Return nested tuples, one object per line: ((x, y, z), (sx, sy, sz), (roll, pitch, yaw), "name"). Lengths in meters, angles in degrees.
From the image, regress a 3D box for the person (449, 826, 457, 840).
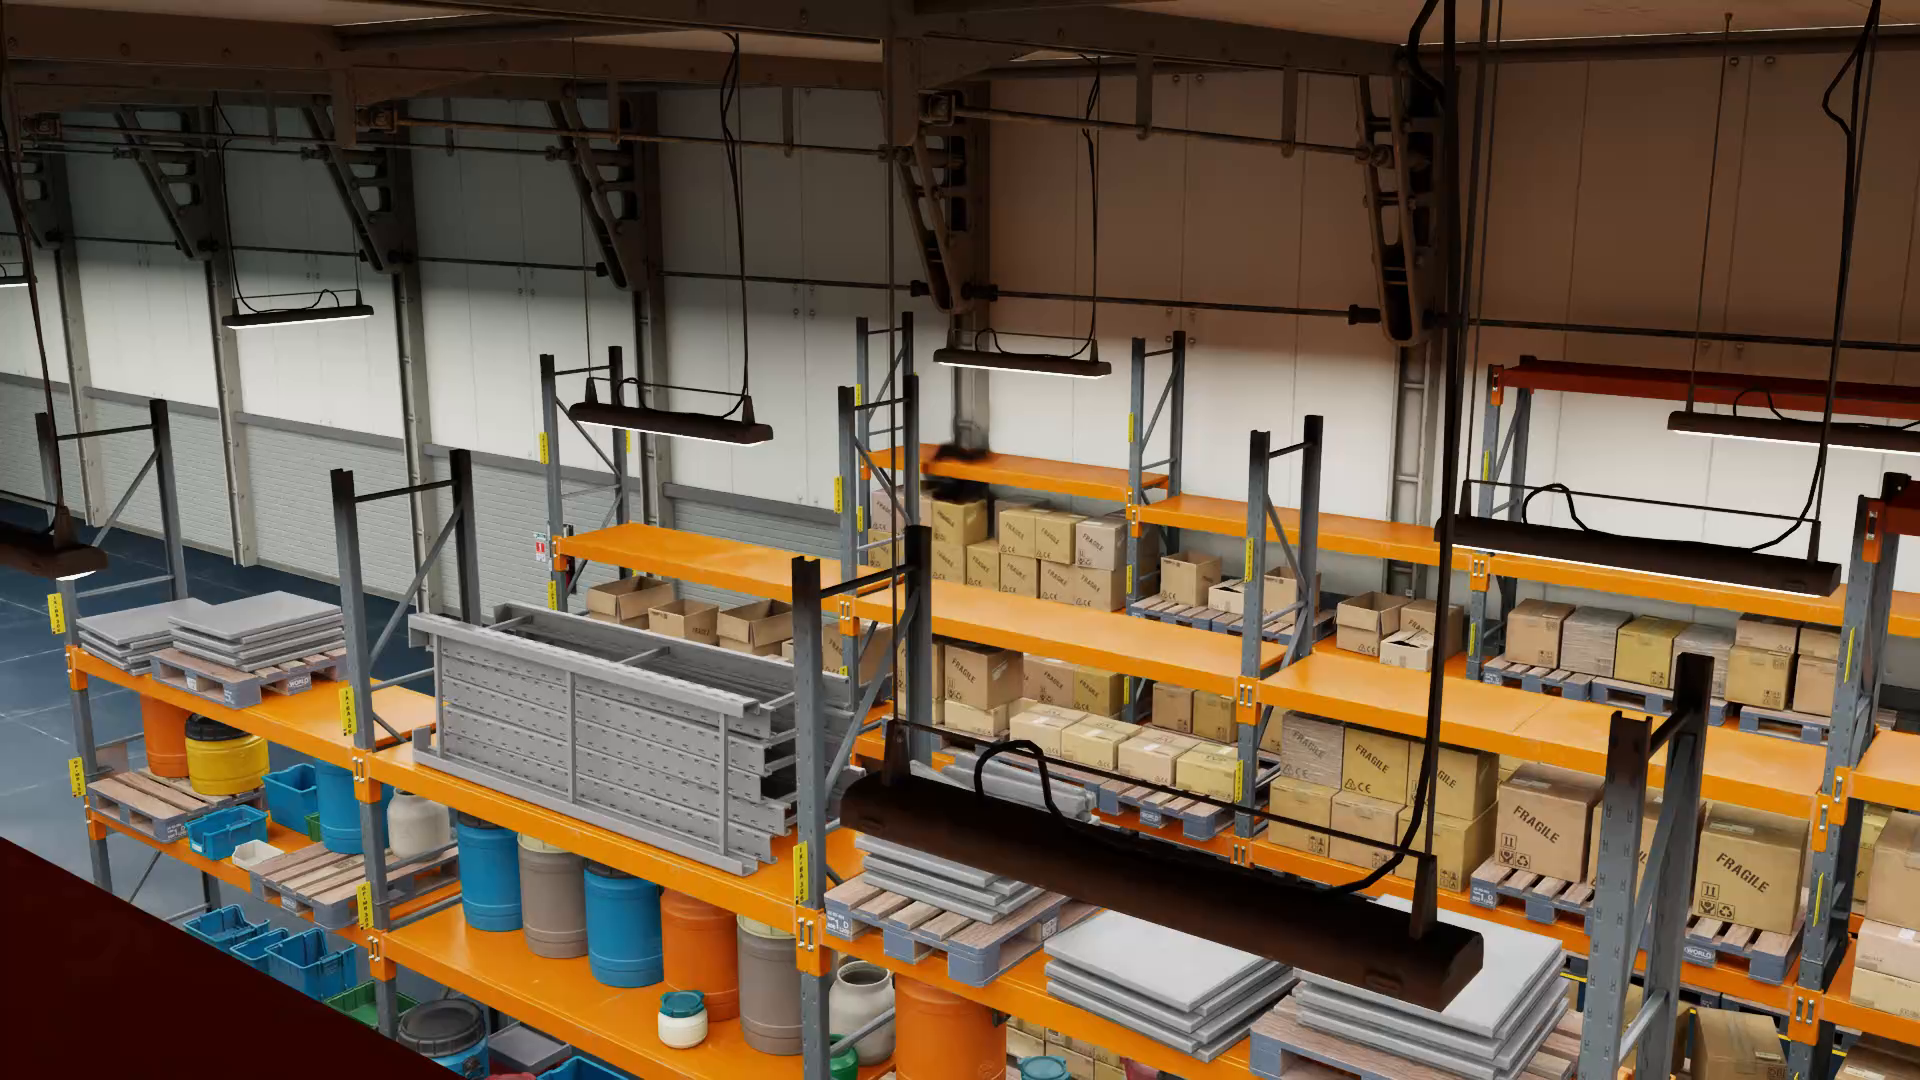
((-6.094, 2.901, 18.812), (0.971, 1.756, 0.713), (-7, 15, -28), "person")
